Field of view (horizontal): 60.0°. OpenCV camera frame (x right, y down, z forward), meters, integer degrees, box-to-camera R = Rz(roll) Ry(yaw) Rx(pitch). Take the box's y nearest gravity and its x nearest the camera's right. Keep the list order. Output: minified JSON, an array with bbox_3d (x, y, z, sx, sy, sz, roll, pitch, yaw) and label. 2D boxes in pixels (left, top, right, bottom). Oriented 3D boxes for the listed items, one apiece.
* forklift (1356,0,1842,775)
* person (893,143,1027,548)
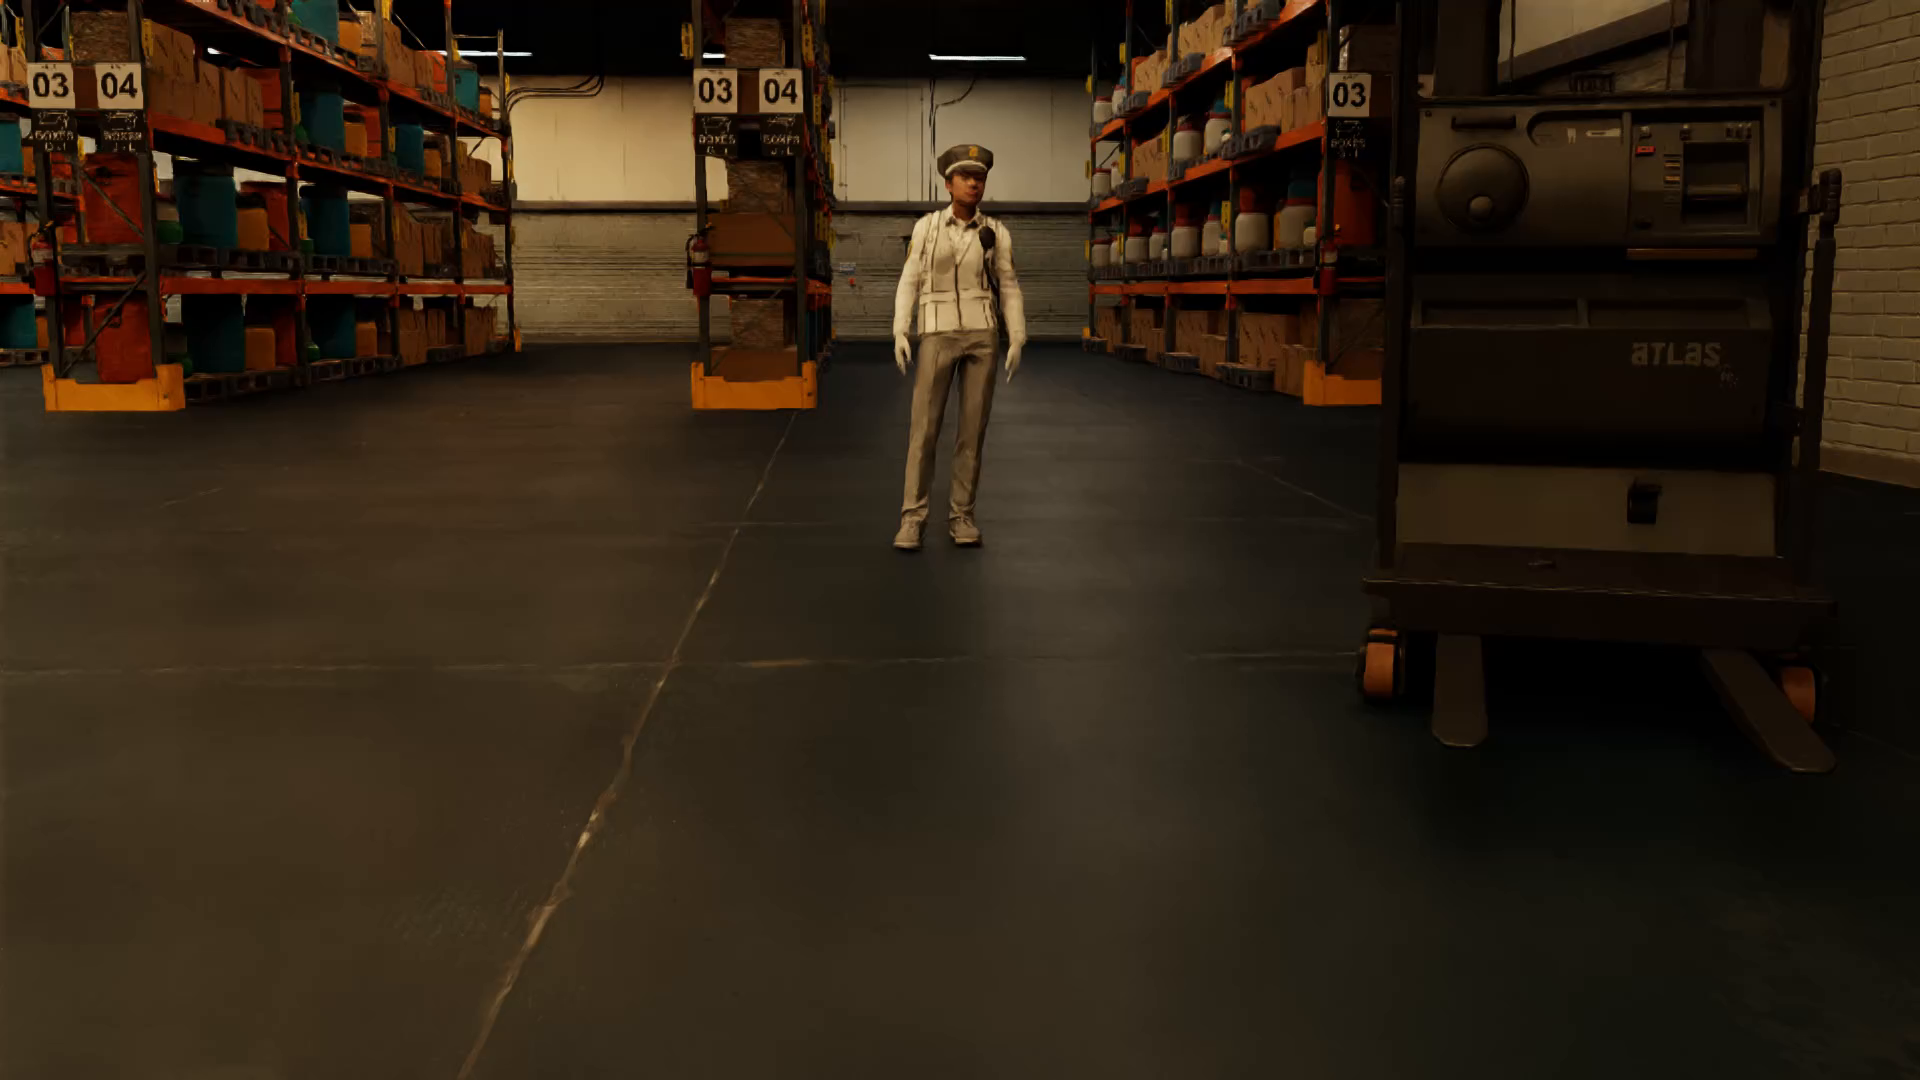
[{"bbox_3d":[1.672,-1.040,4.331,1.130,2.935,3.031,2,9,16],"label":"forklift"},{"bbox_3d":[-0.003,-0.835,7.117,0.586,1.695,0.533,-1,8,-4],"label":"person"}]
